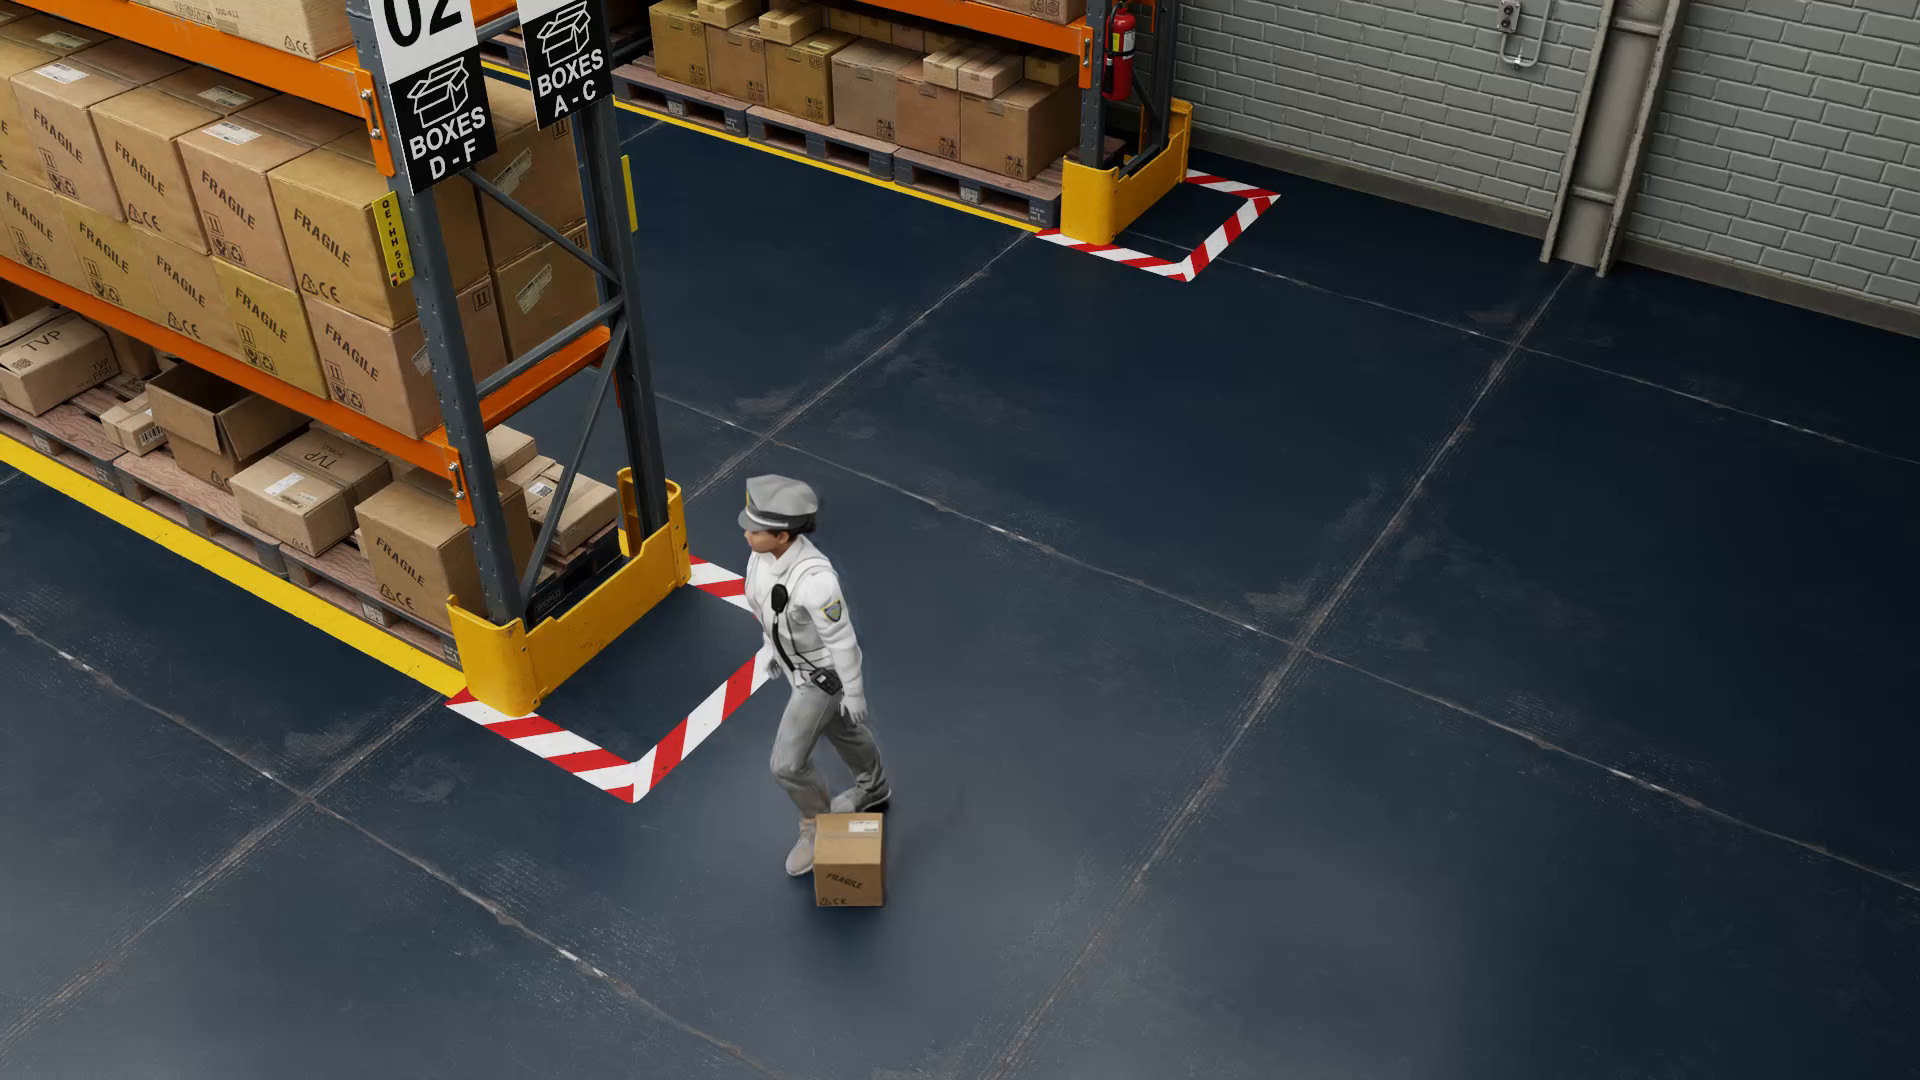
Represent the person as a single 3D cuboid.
[{"bbox_3d":[-0.517,0.460,6.096,0.521,1.700,0.512,-16,41,-19],"label":"person"}]
